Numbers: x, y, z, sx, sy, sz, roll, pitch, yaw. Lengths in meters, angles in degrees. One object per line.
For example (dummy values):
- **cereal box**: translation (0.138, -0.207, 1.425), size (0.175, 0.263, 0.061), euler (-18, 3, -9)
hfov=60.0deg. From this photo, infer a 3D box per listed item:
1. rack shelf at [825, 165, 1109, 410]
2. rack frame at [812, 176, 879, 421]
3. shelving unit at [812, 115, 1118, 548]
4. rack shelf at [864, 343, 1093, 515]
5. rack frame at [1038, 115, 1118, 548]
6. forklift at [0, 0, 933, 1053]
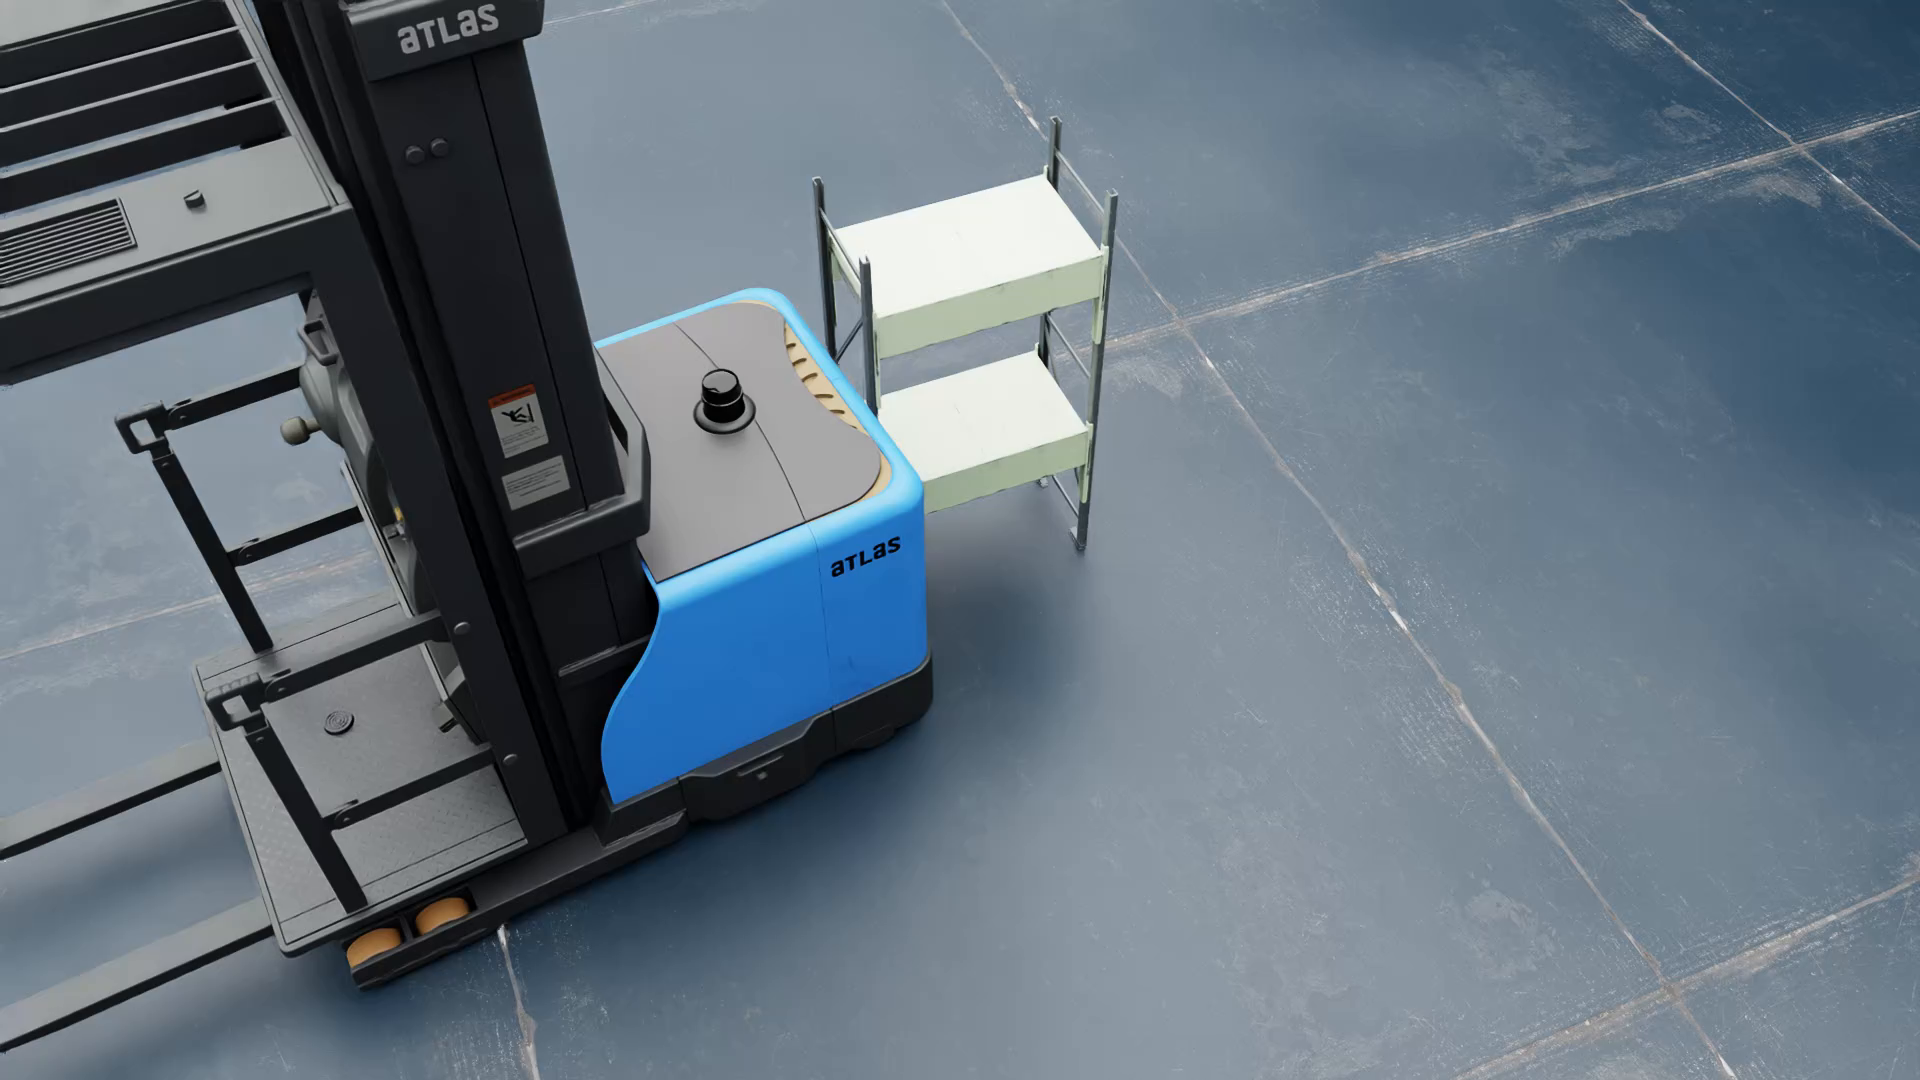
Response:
- **rack shelf**: translation (0.012, -0.748, 4.888), size (0.720, 0.370, 0.431), euler (-18, 52, -15)
- **rack frame**: translation (-0.325, -0.386, 5.092), size (0.023, 1.500, 0.400), euler (-18, 52, -15)
- **shelving unit**: translation (0.011, -0.495, 5.185), size (0.755, 1.500, 0.431), euler (-18, 52, -15)
- **rack shelf**: translation (0.011, -0.283, 5.433), size (0.720, 0.370, 0.431), euler (-18, 52, -15)
- **rack frame**: translation (0.348, -0.603, 5.278), size (0.023, 1.500, 0.400), euler (-18, 52, -15)
- **forklift**: translation (-1.624, -0.173, 3.966), size (3.031, 2.935, 1.130), euler (-23, 53, -19)
